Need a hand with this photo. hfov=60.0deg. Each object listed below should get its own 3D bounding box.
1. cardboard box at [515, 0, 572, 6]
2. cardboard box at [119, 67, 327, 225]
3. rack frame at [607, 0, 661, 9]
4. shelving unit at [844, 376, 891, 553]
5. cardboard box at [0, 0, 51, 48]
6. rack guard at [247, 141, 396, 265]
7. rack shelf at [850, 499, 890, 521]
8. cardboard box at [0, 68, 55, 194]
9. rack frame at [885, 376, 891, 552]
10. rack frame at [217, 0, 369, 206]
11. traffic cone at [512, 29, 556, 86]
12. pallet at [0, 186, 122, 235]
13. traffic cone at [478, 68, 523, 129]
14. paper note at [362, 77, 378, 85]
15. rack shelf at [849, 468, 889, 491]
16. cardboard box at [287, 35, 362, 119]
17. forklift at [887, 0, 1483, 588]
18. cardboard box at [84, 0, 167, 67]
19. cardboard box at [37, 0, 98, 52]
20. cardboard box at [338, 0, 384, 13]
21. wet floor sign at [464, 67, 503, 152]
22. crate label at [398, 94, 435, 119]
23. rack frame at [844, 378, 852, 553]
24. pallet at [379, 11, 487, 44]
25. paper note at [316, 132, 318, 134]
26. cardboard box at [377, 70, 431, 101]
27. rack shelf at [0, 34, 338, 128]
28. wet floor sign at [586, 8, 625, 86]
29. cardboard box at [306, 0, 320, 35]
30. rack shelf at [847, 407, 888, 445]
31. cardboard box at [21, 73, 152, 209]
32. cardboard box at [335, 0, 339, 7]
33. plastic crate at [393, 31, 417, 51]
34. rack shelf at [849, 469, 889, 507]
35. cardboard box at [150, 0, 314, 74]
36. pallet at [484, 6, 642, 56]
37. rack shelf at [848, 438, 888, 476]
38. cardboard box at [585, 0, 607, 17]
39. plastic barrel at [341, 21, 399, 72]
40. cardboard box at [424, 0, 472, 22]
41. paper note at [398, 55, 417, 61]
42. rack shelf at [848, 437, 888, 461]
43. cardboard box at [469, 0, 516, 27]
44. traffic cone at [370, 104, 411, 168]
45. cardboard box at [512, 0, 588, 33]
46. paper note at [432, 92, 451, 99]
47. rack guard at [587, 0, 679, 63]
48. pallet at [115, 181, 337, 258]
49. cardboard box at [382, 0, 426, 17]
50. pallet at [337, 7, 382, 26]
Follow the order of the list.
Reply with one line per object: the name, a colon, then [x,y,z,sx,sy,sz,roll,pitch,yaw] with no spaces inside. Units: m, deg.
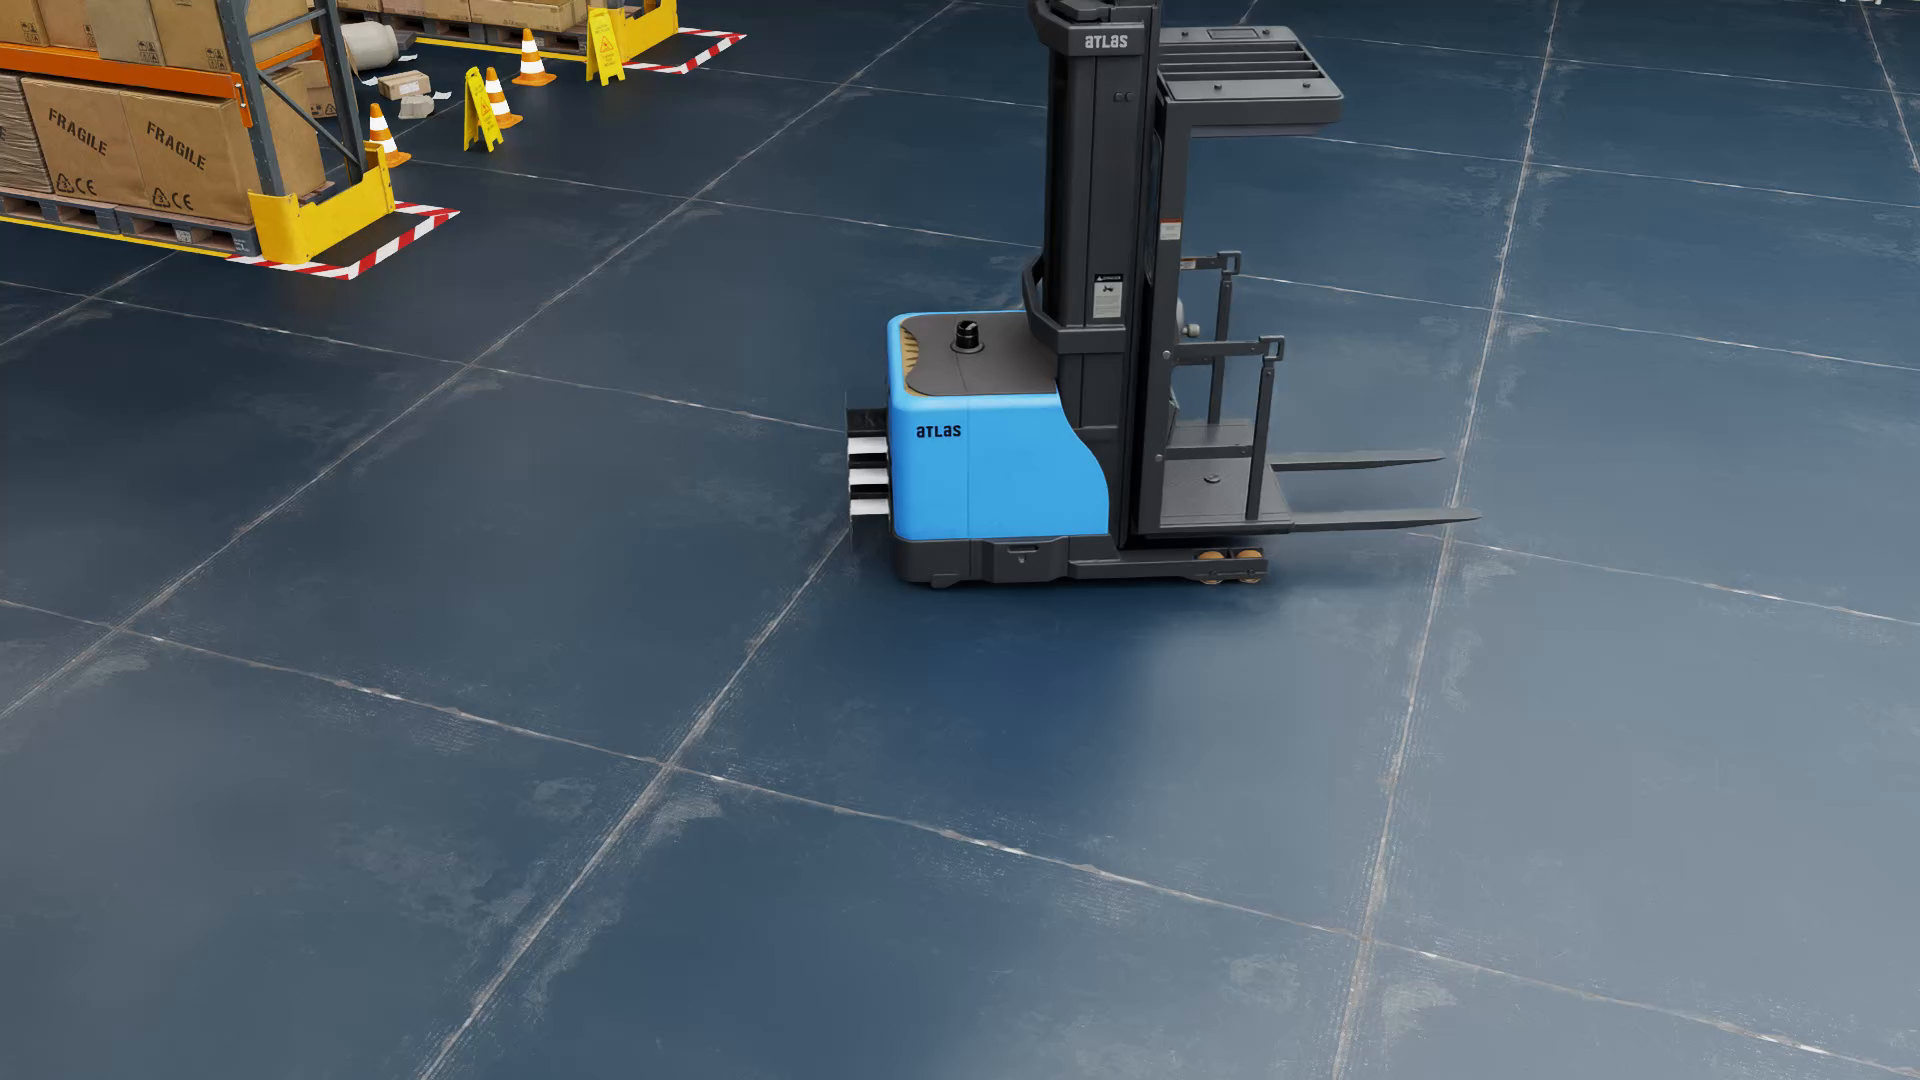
cardboard box: [-3.921,-5.426,15.844,0.500,0.500,0.500,11,35,17]
cardboard box: [-5.315,-2.904,12.054,0.875,0.875,0.875,11,35,17]
rack frame: [-3.079,-6.076,15.395,0.127,3.000,1.000,11,34,16]
shelving unit: [-0.469,-0.377,8.504,0.210,0.900,0.258,-2,33,-3]
cardboard box: [-6.541,-3.970,11.995,0.500,0.550,0.875,11,34,16]
rack guard: [-4.631,-2.475,12.123,0.348,0.500,1.175,11,34,16]
rack shelf: [-0.469,-0.197,8.619,0.200,0.077,0.258,-2,33,-3]
cardboard box: [-7.001,-3.232,12.562,0.875,0.875,0.875,11,35,17]
rack frame: [-0.367,-0.380,8.509,0.006,0.900,0.240,-2,33,-3]
rack frame: [-4.654,-3.530,11.452,0.127,3.000,1.000,11,34,16]
traffic cone: [-3.919,-4.430,15.185,0.334,0.463,0.336,11,34,16]
pallet: [-6.578,-2.689,12.720,1.213,0.211,1.003,11,34,16]
traffic cone: [-3.973,-3.801,14.211,0.334,0.463,0.336,11,34,16]
paper note: [-5.389,-4.212,15.257,0.142,0.019,0.148,24,40,32]
rack shelf: [-0.469,-0.349,8.522,0.200,0.077,0.258,-2,33,-3]
cardboard box: [-5.587,-4.056,14.568,0.637,0.503,0.797,-11,35,-17]
forklift: [1.150,-1.292,8.050,3.031,2.935,1.130,-2,33,-3]
cardboard box: [-5.544,-3.727,11.619,0.550,0.550,0.875,11,34,16]
cardboard box: [-6.028,-3.894,11.877,0.550,0.550,0.875,11,34,16]
cardboard box: [-5.874,-5.491,16.638,0.500,0.250,0.500,13,35,19]
wet floor sign: [-3.959,-3.546,13.648,0.232,0.644,0.267,5,33,8]
crate label: [-4.734,-3.776,14.473,0.298,0.136,0.250,-6,33,-9]
rack frame: [-0.570,-0.373,8.498,0.006,0.900,0.240,-2,33,-3]
pallet: [-5.048,-5.309,16.778,1.213,0.211,1.003,11,34,16]
paper note: [-5.518,-3.428,14.033,0.142,0.017,0.144,24,40,32]
cardboard box: [-4.994,-4.086,14.942,0.380,0.149,0.250,-25,40,-33]
rack shelf: [-6.537,-3.594,12.214,4.000,0.370,1.077,11,34,16]
wet floor sign: [-3.261,-4.506,15.134,0.232,0.644,0.267,24,40,32]
cardboard box: [-6.295,-4.868,15.826,0.500,0.500,0.500,-18,37,-25]
rack shelf: [-0.469,-0.575,8.375,0.200,0.077,0.258,-2,33,-3]
cardboard box: [-6.144,-3.064,12.302,0.875,0.875,0.875,10,34,16]
cardboard box: [-6.380,-5.583,16.780,0.500,0.250,0.500,9,34,14]
plastic crate: [-5.643,-4.875,16.227,0.583,0.080,0.402,0,33,0]
rack shelf: [-0.469,-0.273,8.570,0.200,0.077,0.258,-2,33,-3]
cardboard box: [-5.018,-3.638,11.480,0.550,0.550,0.875,11,34,16]
pallet: [-3.903,-5.085,16.431,1.213,0.211,1.003,11,34,16]
rack shelf: [-0.469,-0.424,8.473,0.200,0.077,0.258,-2,33,-3]
cardboard box: [-3.745,-5.386,16.474,0.500,0.250,0.500,11,34,16]
plastic barrel: [-5.534,-4.598,15.482,0.512,0.421,0.421,-18,37,-25]
cardboard box: [-4.910,-5.299,16.340,0.500,0.250,0.500,10,34,15]
paper note: [-5.260,-4.599,15.845,0.148,0.019,0.142,0,33,0]
rack shelf: [-0.469,-0.500,8.424,0.200,0.077,0.258,-2,33,-3]
cardboard box: [-4.416,-5.207,16.196,0.500,0.250,0.500,11,34,17]
traffic cone: [-4.675,-3.286,13.413,0.334,0.463,0.336,11,34,16]
cardboard box: [-3.953,-5.112,16.050,0.500,0.250,0.500,11,34,16]
paper note: [-4.640,-3.985,14.894,0.142,0.019,0.148,0,33,0]
rack guard: [-3.151,-5.040,16.095,0.348,0.500,1.175,11,34,16]
pallet: [-5.433,-2.465,12.373,1.213,0.211,1.003,11,34,16]
cardboard box: [-5.374,-5.396,16.489,0.500,0.250,0.500,11,34,16]
pallet: [-6.200,-5.532,17.123,1.213,0.211,1.003,11,34,16]
